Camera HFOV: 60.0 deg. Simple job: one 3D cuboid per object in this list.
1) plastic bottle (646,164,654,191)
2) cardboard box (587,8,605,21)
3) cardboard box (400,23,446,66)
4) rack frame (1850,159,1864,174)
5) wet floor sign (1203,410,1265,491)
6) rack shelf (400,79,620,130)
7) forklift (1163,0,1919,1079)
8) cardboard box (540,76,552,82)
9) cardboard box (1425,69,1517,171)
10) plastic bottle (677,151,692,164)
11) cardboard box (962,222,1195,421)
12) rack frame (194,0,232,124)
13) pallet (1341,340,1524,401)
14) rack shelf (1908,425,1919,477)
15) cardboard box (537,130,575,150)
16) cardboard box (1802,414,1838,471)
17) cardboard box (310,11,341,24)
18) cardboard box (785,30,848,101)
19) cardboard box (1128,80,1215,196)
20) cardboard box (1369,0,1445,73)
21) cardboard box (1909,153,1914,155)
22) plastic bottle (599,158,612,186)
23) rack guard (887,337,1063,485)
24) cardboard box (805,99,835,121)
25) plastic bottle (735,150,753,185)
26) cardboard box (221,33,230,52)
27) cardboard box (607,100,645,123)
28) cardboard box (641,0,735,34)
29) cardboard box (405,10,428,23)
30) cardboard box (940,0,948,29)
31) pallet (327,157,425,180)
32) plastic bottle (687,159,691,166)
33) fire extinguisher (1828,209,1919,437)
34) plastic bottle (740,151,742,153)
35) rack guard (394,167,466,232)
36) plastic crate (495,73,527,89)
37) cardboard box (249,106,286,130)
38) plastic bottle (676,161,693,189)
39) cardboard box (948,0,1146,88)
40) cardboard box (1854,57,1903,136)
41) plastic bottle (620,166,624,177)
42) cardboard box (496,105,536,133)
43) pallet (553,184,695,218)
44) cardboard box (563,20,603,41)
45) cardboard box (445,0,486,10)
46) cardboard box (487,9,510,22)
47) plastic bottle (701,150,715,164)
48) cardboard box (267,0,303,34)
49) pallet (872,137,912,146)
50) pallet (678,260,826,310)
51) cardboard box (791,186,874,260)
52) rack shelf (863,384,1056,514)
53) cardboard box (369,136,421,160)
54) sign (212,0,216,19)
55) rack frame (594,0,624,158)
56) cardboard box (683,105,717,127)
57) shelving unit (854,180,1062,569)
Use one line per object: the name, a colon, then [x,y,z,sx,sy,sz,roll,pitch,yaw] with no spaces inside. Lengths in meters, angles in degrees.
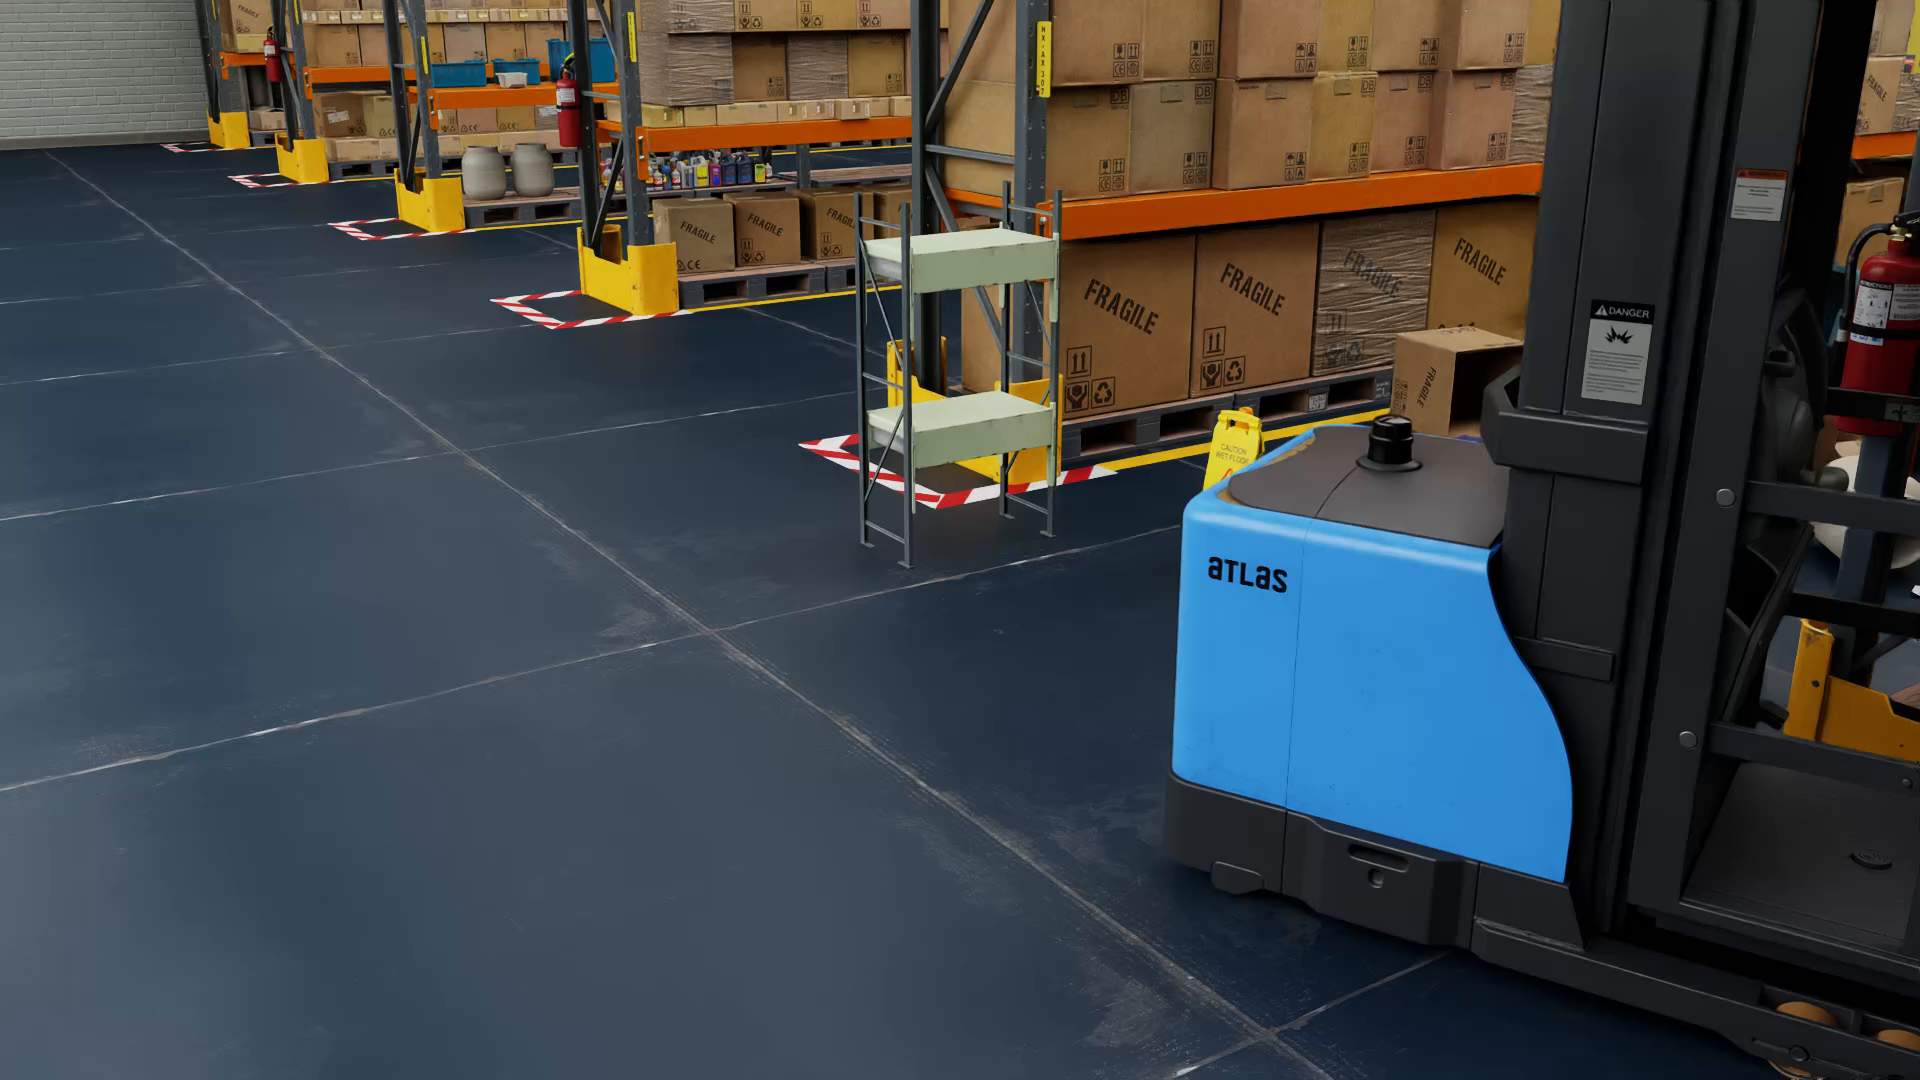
plastic bottle: [-3.235,-3.766,17.275,0.097,0.271,0.097,0,19,0]
cardboard box: [-4.780,-6.816,21.553,0.250,0.149,0.380,-12,22,-31]
cardboard box: [-6.761,-6.168,20.649,0.500,0.500,0.700,-12,22,-31]
rack frame: [6.758,-3.276,12.252,0.127,3.000,1.000,-12,22,-31]
wet floor sign: [1.142,-0.217,6.879,0.232,0.644,0.267,-17,25,-41]
rack shelf: [-3.620,-4.548,17.137,4.000,0.370,1.077,-12,22,-31]
forklift: [2.070,-0.348,3.699,3.031,2.935,1.130,12,22,31]
cardboard box: [-6.427,-7.483,26.740,0.500,0.250,0.500,-12,22,-33]
cardboard box: [2.669,-2.471,9.638,0.550,0.550,0.875,-12,22,-31]
plastic bottle: [-3.010,-4.130,18.227,0.185,0.351,0.144,-13,23,-34]
cardboard box: [0.607,-1.197,8.762,0.875,0.875,0.875,-12,22,-31]
rack frame: [-10.739,-7.186,23.818,0.127,3.000,1.000,-12,22,-31]
pallet: [2.740,-1.138,10.280,1.213,0.211,1.003,-12,22,-31]
rack shelf: [4.554,-0.572,5.377,4.000,0.370,1.077,-12,22,-31]
cardboard box: [-5.361,-5.237,21.690,0.500,0.250,0.500,-12,22,-31]
cardboard box: [3.735,-0.596,8.010,0.503,0.637,0.797,-12,22,-31]
cardboard box: [-7.565,-6.228,19.814,0.250,0.149,0.380,-12,22,-32]
cardboard box: [-1.299,-3.686,12.844,0.500,0.500,0.875,-12,22,-31]
cardboard box: [0.809,-2.118,8.593,0.550,0.550,0.875,-12,22,-31]
cardboard box: [2.169,-2.912,9.255,0.550,0.550,0.875,-12,22,-31]
cardboard box: [8.034,-3.014,13.553,0.500,0.250,0.500,-11,22,-30]
plastic bottle: [-3.772,-3.932,17.758,0.135,0.276,0.152,-12,22,-31]
rack guard: [0.057,-0.679,8.471,0.348,0.500,1.175,-12,22,-31]
cardboard box: [-1.157,-3.301,12.717,0.250,0.149,0.380,-12,22,-31]
plastic bottle: [-2.329,-4.004,17.854,0.185,0.351,0.144,-13,22,-33]
cardboard box: [-10.455,-7.259,24.235,0.500,0.250,0.500,-12,22,-31]
cardboard box: [-2.442,-3.198,12.413,0.250,0.149,0.380,-12,22,-31]
cardboard box: [-1.957,-3.897,11.908,0.500,0.500,0.500,-12,22,-31]
cardboard box: [-6.704,-6.410,20.354,0.250,0.149,0.380,-13,23,-33]
cardboard box: [-0.285,-4.249,12.947,0.500,0.500,0.500,-12,22,-31]
pallet: [-7.396,-4.687,20.778,1.213,0.211,1.003,-12,22,-31]
plastic bottle: [-2.837,-3.904,17.664,0.133,0.283,0.061,-12,22,-31]
fire extinguisher: [2.535,-0.627,4.537,0.183,0.674,0.296,-12,22,-31]
plastic bottle: [-2.457,-4.218,18.611,0.097,0.271,0.097,0,19,0]
rack guard: [-5.253,-3.378,16.456,0.348,0.500,1.175,-12,22,-31]
plastic crate: [-4.366,-4.483,16.233,0.250,0.136,0.298,-12,22,-31]
cardboard box: [-10.112,-6.219,24.467,0.500,0.311,0.500,-15,24,-37]
plastic bottle: [-2.897,-3.850,17.516,0.135,0.276,0.152,-11,22,-30]
cardboard box: [0.408,-2.505,8.049,0.550,0.550,0.875,-12,22,-31]
cardboard box: [6.113,-3.085,11.530,0.500,0.500,0.500,-12,22,-31]
plastic bottle: [-3.572,-3.891,17.754,0.097,0.201,0.097,0,19,0]
cardboard box: [-5.778,-5.504,21.308,0.500,0.500,0.500,-12,22,-31]
pallet: [-3.554,-3.597,17.553,1.213,0.211,1.003,-12,22,-31]
cardboard box: [-5.038,-6.534,21.732,0.500,0.500,0.700,-13,22,-33]
cardboard box: [-6.295,-6.883,20.740,0.500,0.500,0.700,-12,22,-31]
cardboard box: [-5.842,-6.593,20.893,0.250,0.149,0.380,-11,22,-30]
plastic bottle: [-2.773,-4.125,18.211,0.185,0.351,0.144,-12,22,-31]
cardboard box: [-9.757,-7.568,23.979,0.500,0.500,0.500,-12,22,-31]
pallet: [-0.686,-6.071,24.874,1.213,0.211,1.003,-12,22,-31]
pallet: [-1.805,-2.038,12.942,1.213,0.211,1.003,-12,22,-31]
cardboard box: [-1.022,-2.551,13.355,0.500,0.500,0.500,-10,21,-26]
rack shelf: [-0.006,-0.400,7.106,0.720,0.370,0.431,-12,22,-31]
cardboard box: [-7.026,-4.882,20.640,0.500,0.250,0.500,-12,22,-31]
sign: [-10.441,-7.451,23.250,0.005,0.325,0.100,-12,22,-31]
rack frame: [-4.671,-6.566,21.984,0.127,3.000,1.000,-12,22,-31]
cardboard box: [-1.978,-3.118,12.176,0.250,0.149,0.380,-12,22,-31]
shelving unit: [-0.006,-0.709,7.001,0.755,1.500,0.431,-12,22,-31]
